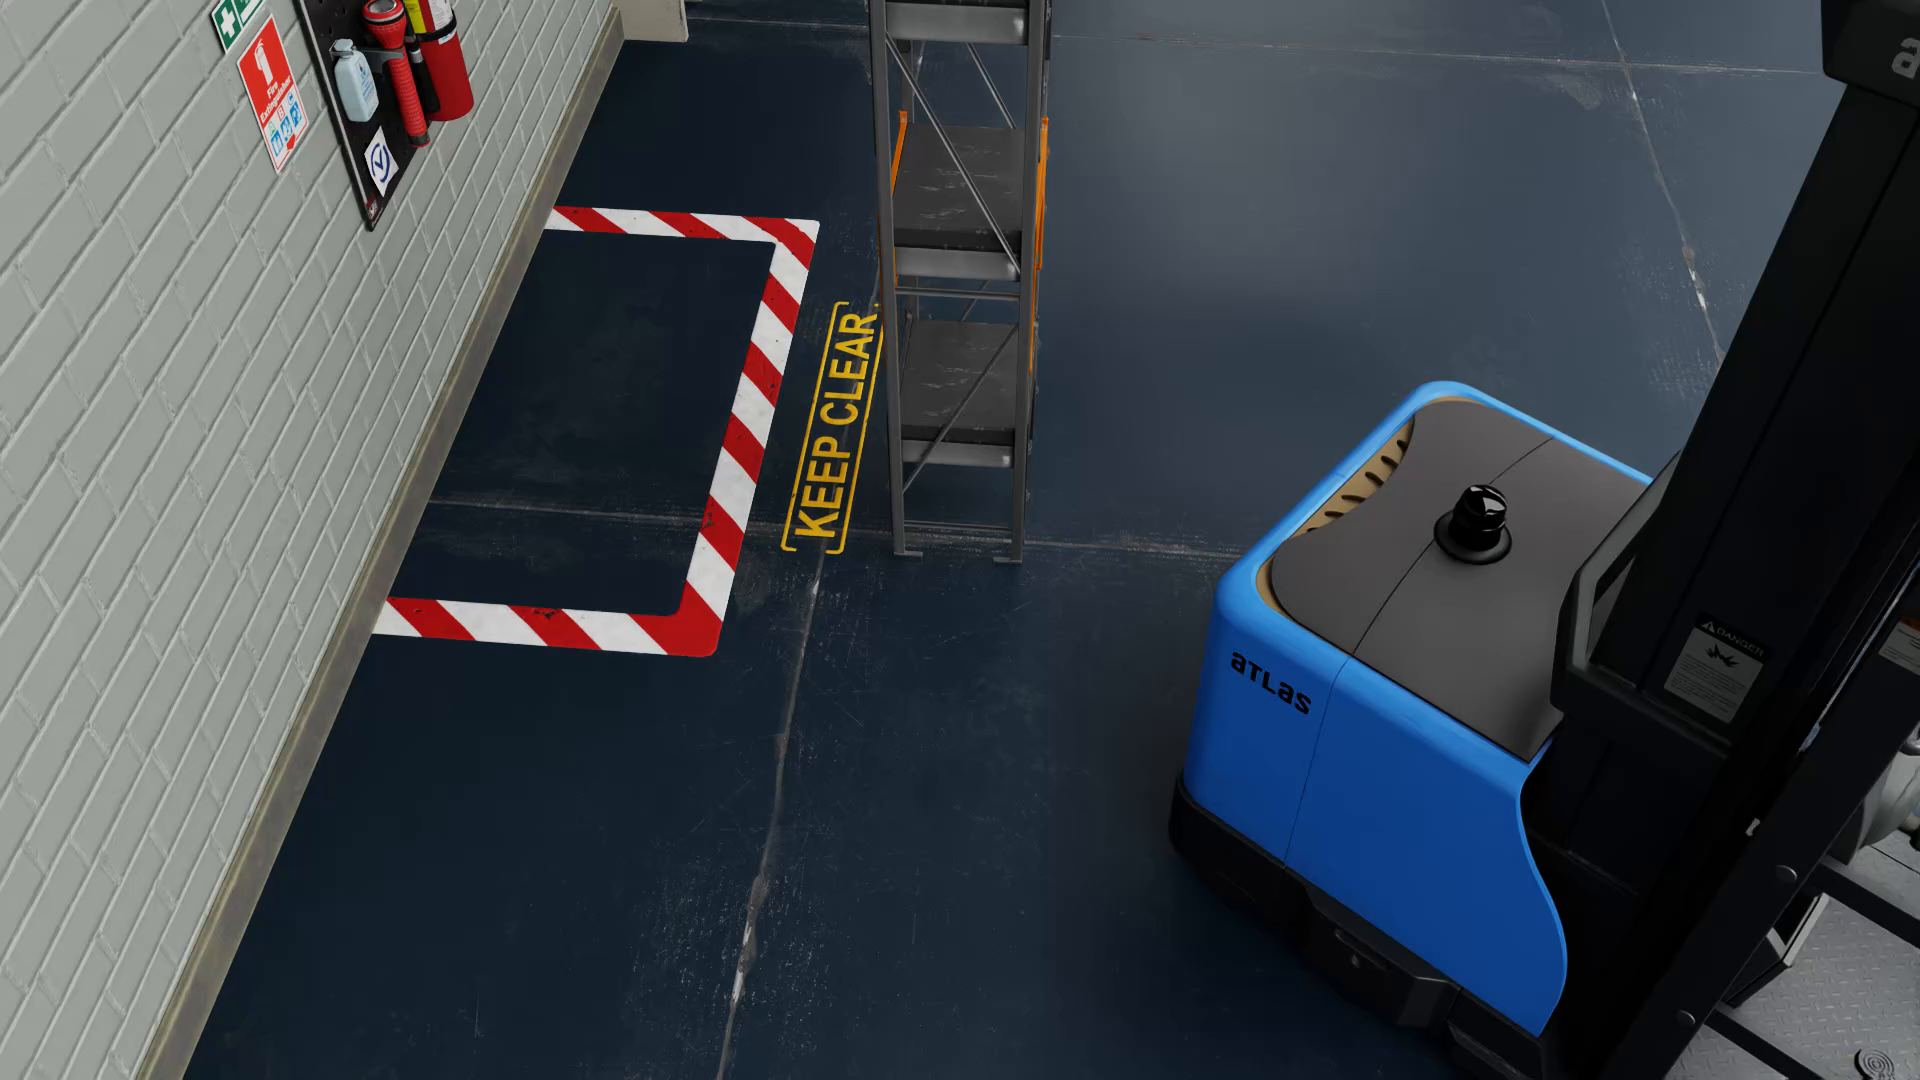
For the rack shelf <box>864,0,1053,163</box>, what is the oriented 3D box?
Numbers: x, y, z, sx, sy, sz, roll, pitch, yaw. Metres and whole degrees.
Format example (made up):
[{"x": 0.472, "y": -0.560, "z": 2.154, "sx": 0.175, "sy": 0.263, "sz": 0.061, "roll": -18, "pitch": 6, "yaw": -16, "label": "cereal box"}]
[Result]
[{"x": 0.015, "y": -1.294, "z": 4.080, "sx": 0.431, "sy": 0.518, "sz": 0.480, "roll": 4, "pitch": 48, "yaw": 4, "label": "rack shelf"}]

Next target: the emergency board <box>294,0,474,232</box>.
[{"x": -1.590, "y": -1.520, "z": 4.607, "sx": 0.194, "sy": 1.169, "sz": 0.643, "roll": 4, "pitch": 48, "yaw": 4, "label": "emergency board"}]

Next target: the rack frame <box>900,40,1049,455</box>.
[{"x": 0.037, "y": -1.010, "z": 4.750, "sx": 0.400, "sy": 2.100, "sz": 0.015, "roll": 4, "pitch": 48, "yaw": 4, "label": "rack frame"}]

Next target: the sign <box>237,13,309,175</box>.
[{"x": -1.743, "y": -1.133, "z": 4.229, "sx": 0.001, "sy": 0.329, "sz": 0.234, "roll": 4, "pitch": 48, "yaw": 4, "label": "sign"}]

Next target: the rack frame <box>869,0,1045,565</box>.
[{"x": -0.007, "y": -0.651, "z": 4.422, "sx": 0.400, "sy": 2.100, "sz": 0.015, "roll": 4, "pitch": 48, "yaw": 4, "label": "rack frame"}]

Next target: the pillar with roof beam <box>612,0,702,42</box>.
[{"x": 2.960, "y": -5.068, "z": 3.787, "sx": 9.100, "sy": 9.000, "sz": 0.400, "roll": 4, "pitch": 48, "yaw": 4, "label": "pillar with roof beam"}]

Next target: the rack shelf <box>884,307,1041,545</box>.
[{"x": 0.015, "y": -0.349, "z": 5.113, "sx": 0.431, "sy": 0.518, "sz": 0.480, "roll": 4, "pitch": 48, "yaw": 4, "label": "rack shelf"}]

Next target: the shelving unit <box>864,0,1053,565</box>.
[{"x": 0.015, "y": -0.830, "z": 4.586, "sx": 0.431, "sy": 2.100, "sz": 0.503, "roll": 4, "pitch": 48, "yaw": 4, "label": "shelving unit"}]

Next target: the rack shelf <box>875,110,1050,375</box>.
[{"x": 0.015, "y": -0.821, "z": 4.597, "sx": 0.431, "sy": 0.518, "sz": 0.480, "roll": 4, "pitch": 48, "yaw": 4, "label": "rack shelf"}]

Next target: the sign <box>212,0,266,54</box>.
[{"x": -1.734, "y": -1.314, "z": 4.036, "sx": 0.001, "sy": 0.109, "sz": 0.331, "roll": 4, "pitch": 48, "yaw": 4, "label": "sign"}]

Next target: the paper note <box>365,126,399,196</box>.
[{"x": -1.675, "y": -1.097, "z": 4.818, "sx": 0.016, "sy": 0.148, "sz": 0.142, "roll": 4, "pitch": 48, "yaw": 4, "label": "paper note"}]

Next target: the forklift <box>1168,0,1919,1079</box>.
[{"x": 1.994, "y": 0.295, "z": 2.994, "sx": 3.031, "sy": 2.935, "sz": 1.130, "roll": 33, "pitch": 56, "yaw": 27, "label": "forklift"}]
